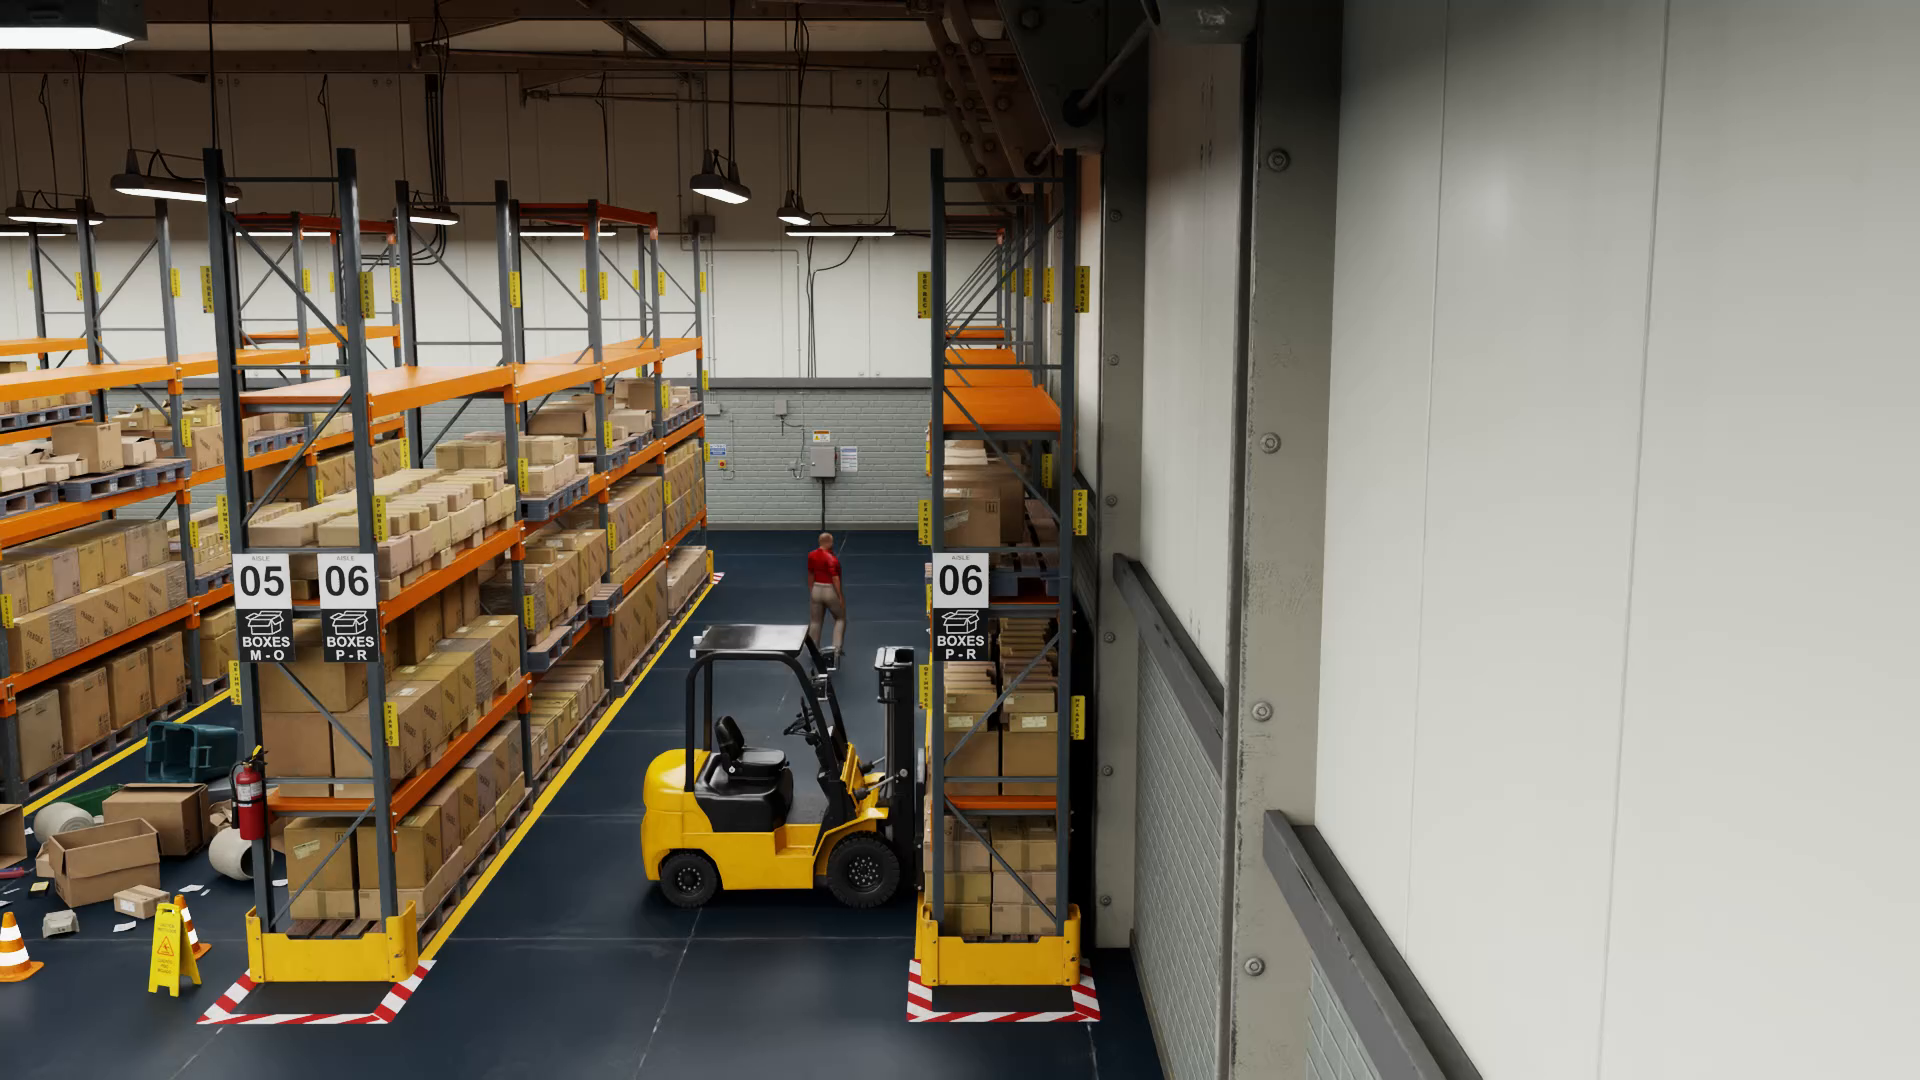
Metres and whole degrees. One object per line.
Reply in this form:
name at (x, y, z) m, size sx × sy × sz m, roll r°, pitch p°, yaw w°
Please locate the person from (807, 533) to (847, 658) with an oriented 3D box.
person at (-1.803, 0.748, 22.394) m, size 0.573 × 1.728 × 0.418 m, roll 4°, pitch 10°, yaw 26°
